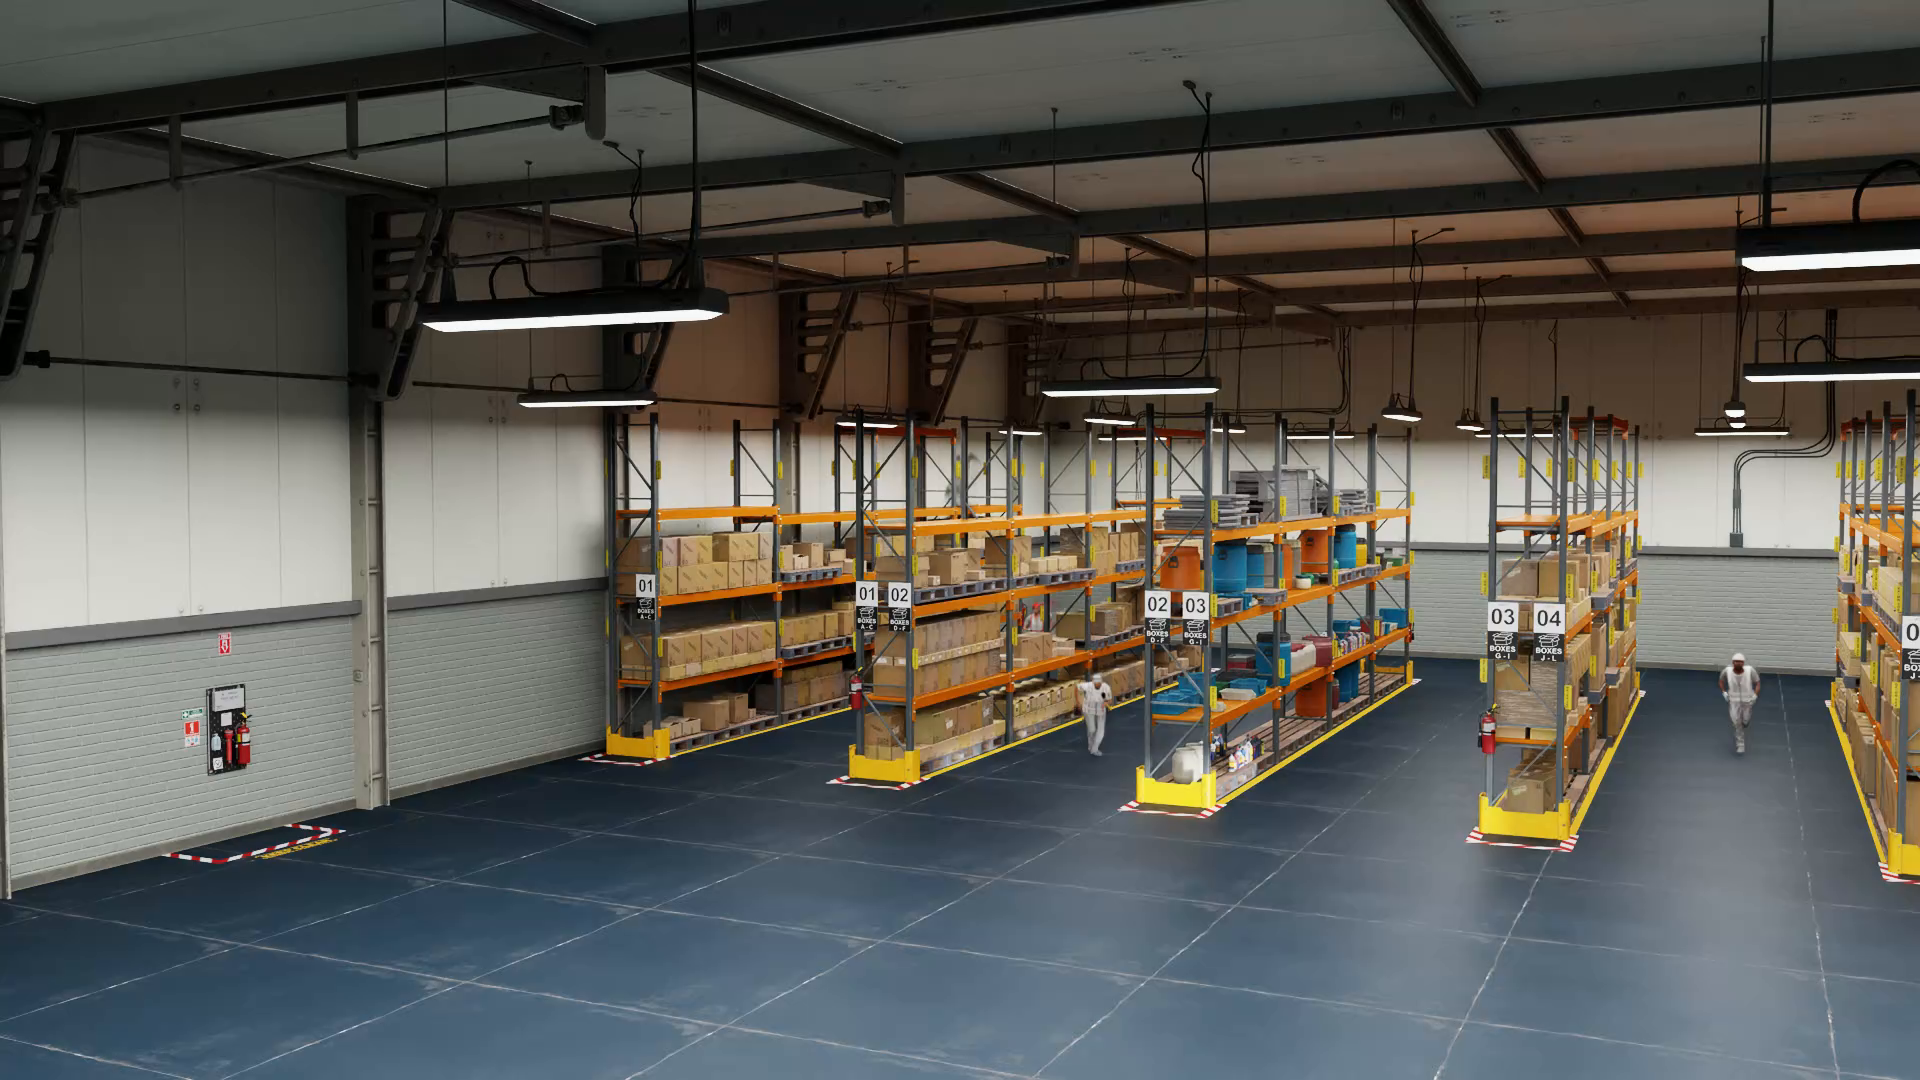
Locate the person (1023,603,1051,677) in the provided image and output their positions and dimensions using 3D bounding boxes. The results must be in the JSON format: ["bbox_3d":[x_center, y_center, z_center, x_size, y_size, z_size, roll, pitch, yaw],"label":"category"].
[{"bbox_3d":[1.870,2.412,40.435,0.660,1.765,0.860,0,2,10],"label":"person"}]

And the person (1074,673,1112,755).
[{"bbox_3d":[2.314,3.035,28.966,0.635,1.496,0.864,0,2,-3],"label":"person"}]

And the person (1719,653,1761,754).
[{"bbox_3d":[13.963,2.895,29.796,0.682,1.768,0.992,1,3,22],"label":"person"}]
